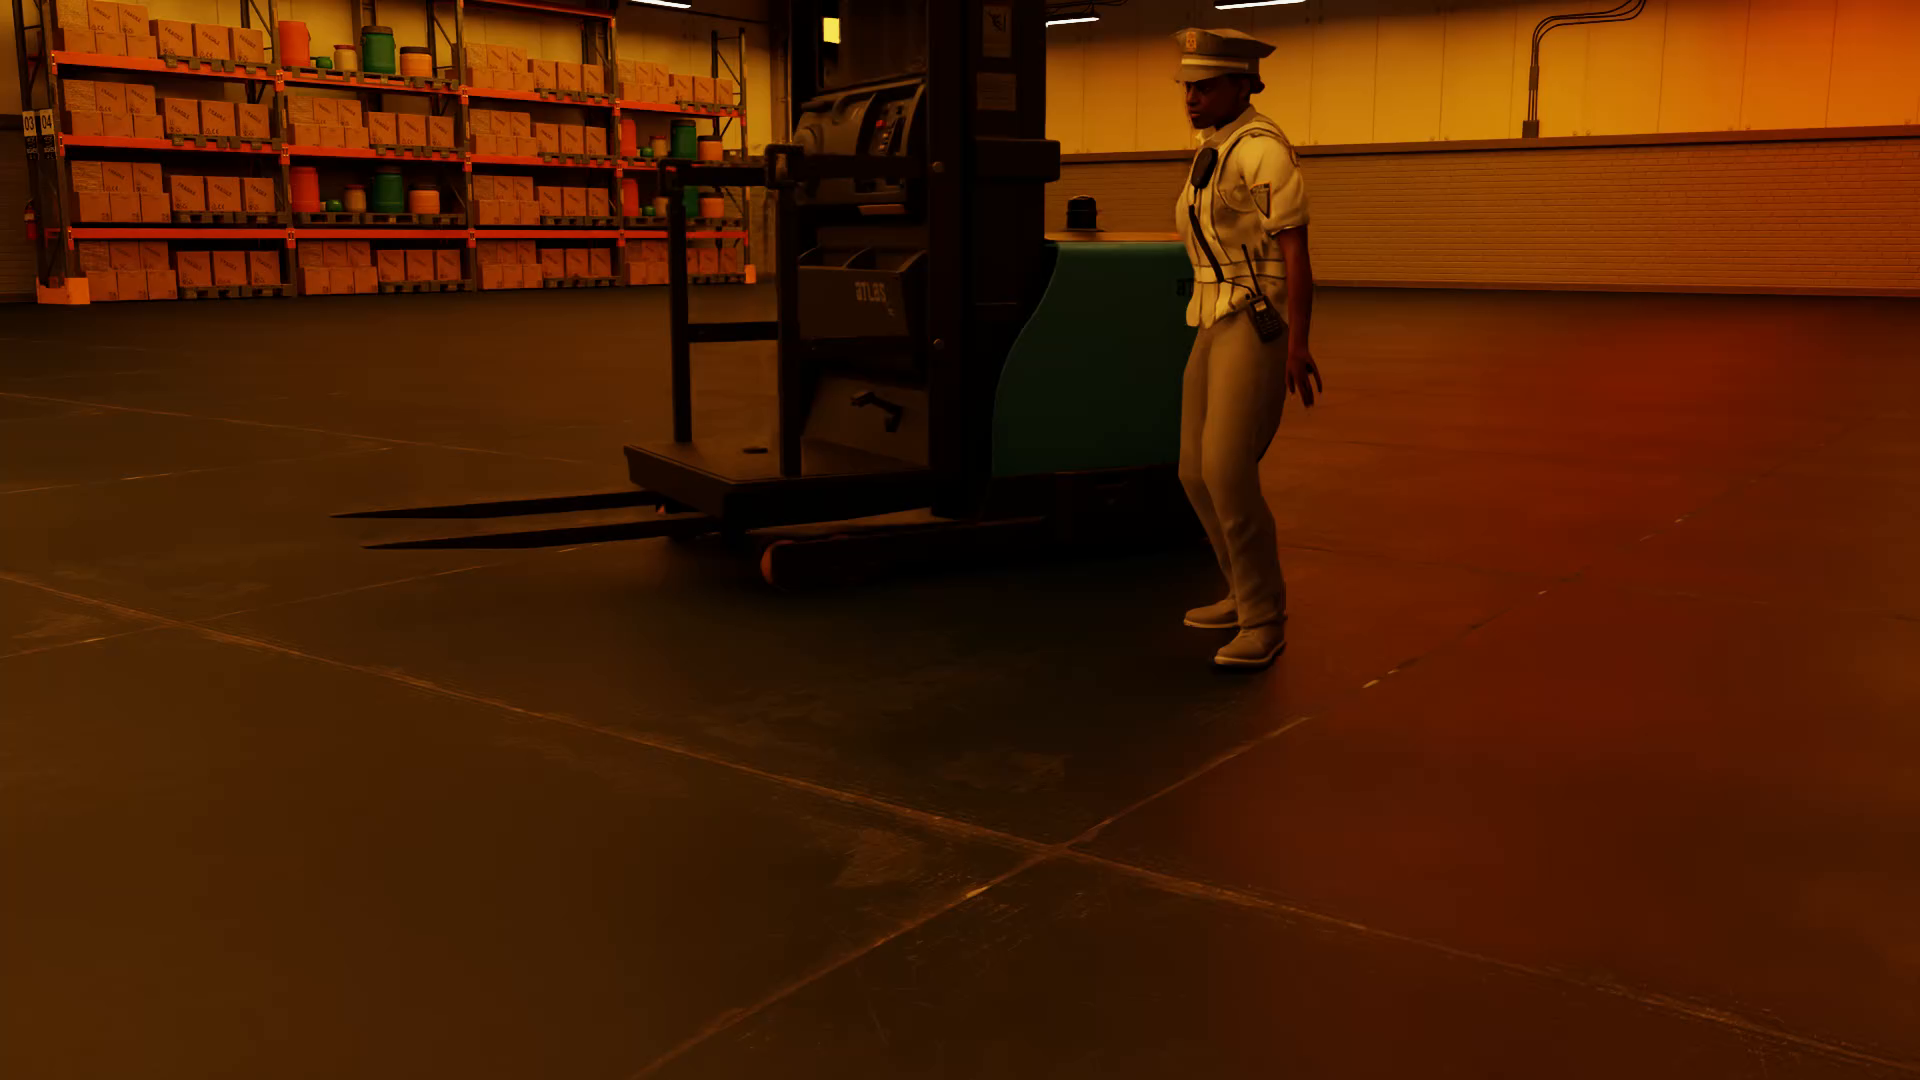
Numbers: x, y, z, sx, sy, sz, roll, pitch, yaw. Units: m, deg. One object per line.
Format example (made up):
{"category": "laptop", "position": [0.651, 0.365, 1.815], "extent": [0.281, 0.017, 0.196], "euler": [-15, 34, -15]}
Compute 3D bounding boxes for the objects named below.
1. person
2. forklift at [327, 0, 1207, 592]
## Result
{"category": "person", "position": [0.754, -0.526, 4.473], "extent": [0.411, 1.631, 0.791], "euler": [-2, 10, -10]}
{"category": "forklift", "position": [-0.532, -1.387, 5.515], "extent": [3.031, 2.935, 1.130], "euler": [-6, 12, -28]}
